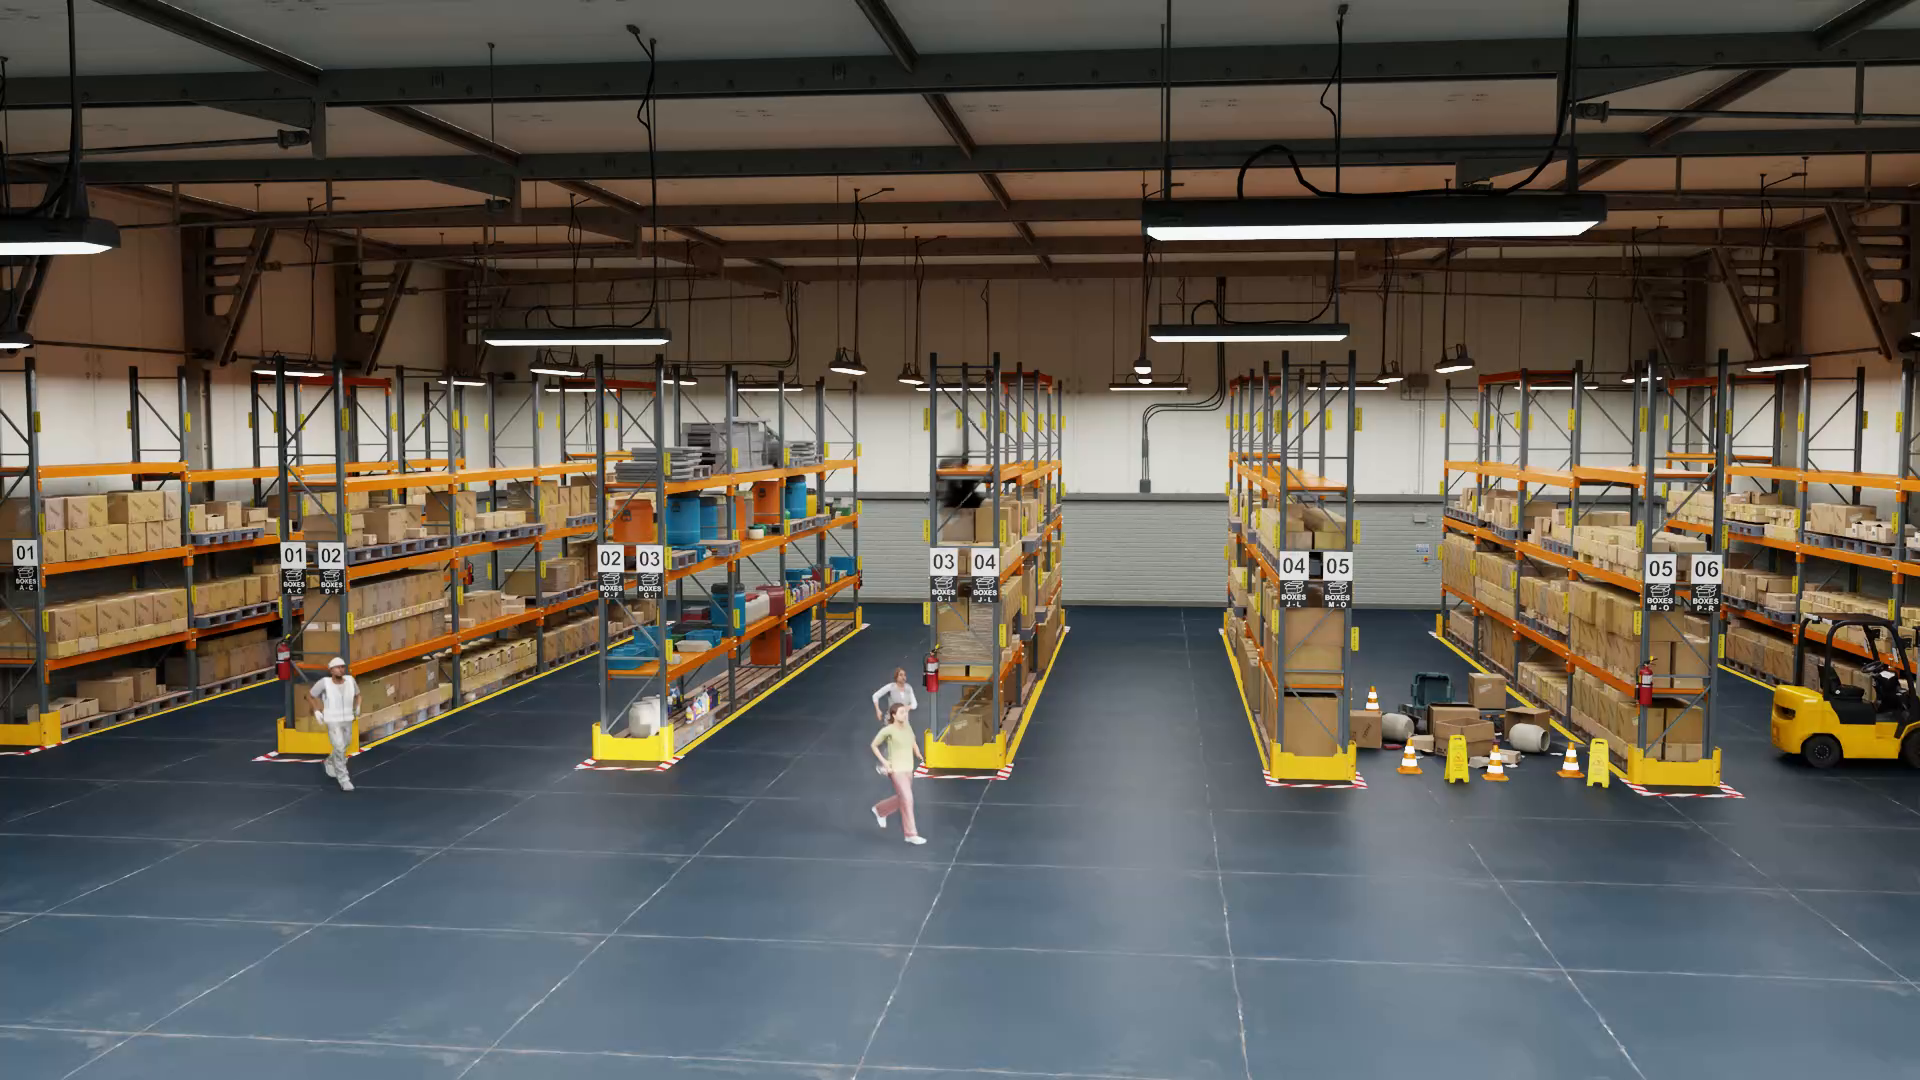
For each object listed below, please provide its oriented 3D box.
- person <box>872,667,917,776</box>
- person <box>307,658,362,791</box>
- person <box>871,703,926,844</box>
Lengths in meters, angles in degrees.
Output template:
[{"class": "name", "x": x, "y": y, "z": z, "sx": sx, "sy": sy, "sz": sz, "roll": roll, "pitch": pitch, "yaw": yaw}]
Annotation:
[{"class": "person", "x": -0.904, "y": 2.584, "z": 23.175, "sx": 0.598, "sy": 1.634, "sz": 0.703, "roll": -3, "pitch": 5, "yaw": -36}, {"class": "person", "x": -8.567, "y": 2.499, "z": 22.873, "sx": 0.926, "sy": 1.785, "sz": 0.675, "roll": 4, "pitch": 5, "yaw": 41}, {"class": "person", "x": -0.750, "y": 2.758, "z": 19.888, "sx": 0.907, "sy": 1.647, "sz": 0.604, "roll": 4, "pitch": 5, "yaw": 41}]
